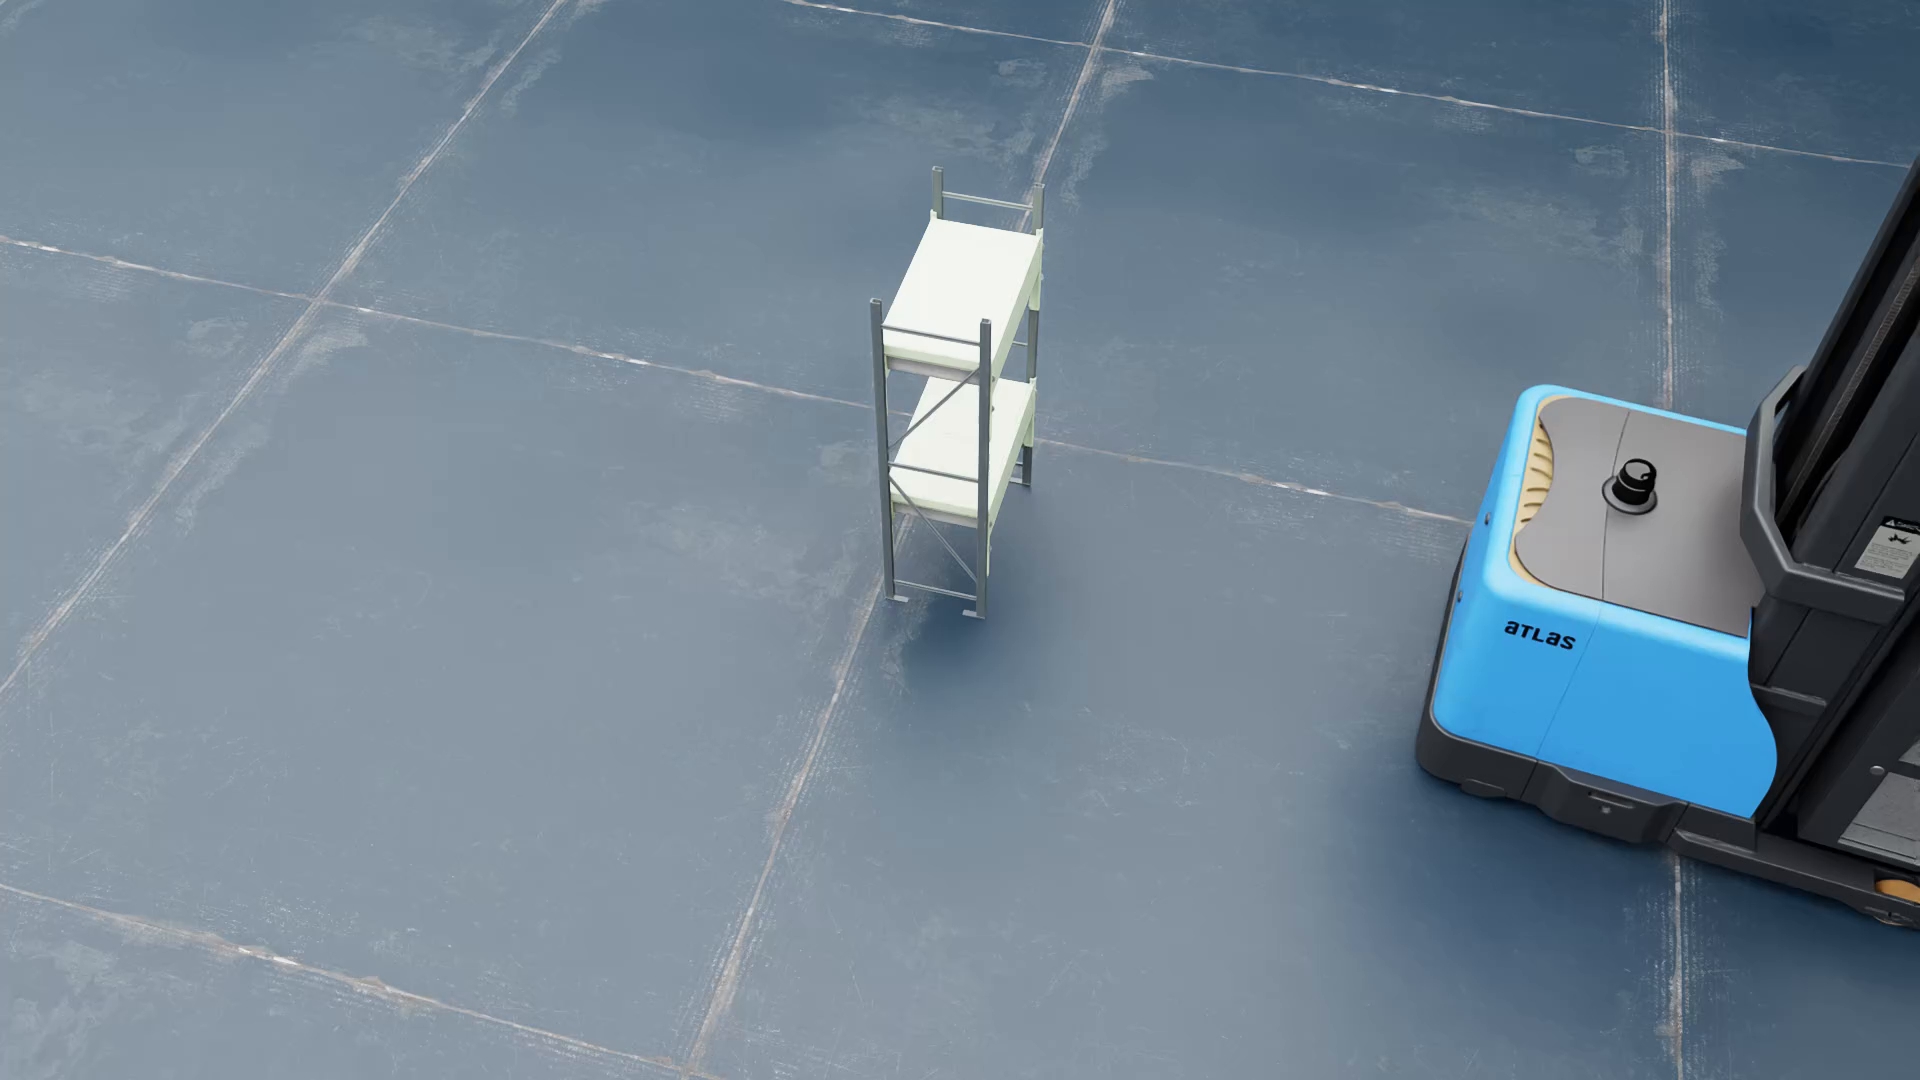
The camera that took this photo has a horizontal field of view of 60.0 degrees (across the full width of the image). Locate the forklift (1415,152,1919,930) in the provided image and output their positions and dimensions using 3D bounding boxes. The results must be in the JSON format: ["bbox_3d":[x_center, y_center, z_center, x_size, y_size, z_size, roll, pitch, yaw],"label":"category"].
[{"bbox_3d":[3.189,-0.093,4.796,3.031,2.935,1.130,15,50,13],"label":"forklift"}]

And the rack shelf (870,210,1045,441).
[{"bbox_3d":[0.002,-0.759,5.818,0.431,0.370,0.720,12,50,10],"label":"rack shelf"}]

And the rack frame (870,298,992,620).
[{"bbox_3d":[-0.095,-0.236,5.877,0.400,1.500,0.023,12,50,10],"label":"rack frame"}]

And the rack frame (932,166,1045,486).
[{"bbox_3d":[0.098,-0.766,6.344,0.400,1.500,0.023,12,50,10],"label":"rack frame"}]

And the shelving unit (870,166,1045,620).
[{"bbox_3d":[0.002,-0.501,6.111,0.431,1.500,0.755,12,50,10],"label":"shelving unit"}]

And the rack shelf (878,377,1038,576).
[{"bbox_3d":[0.002,-0.285,6.355,0.431,0.370,0.720,12,50,10],"label":"rack shelf"}]
